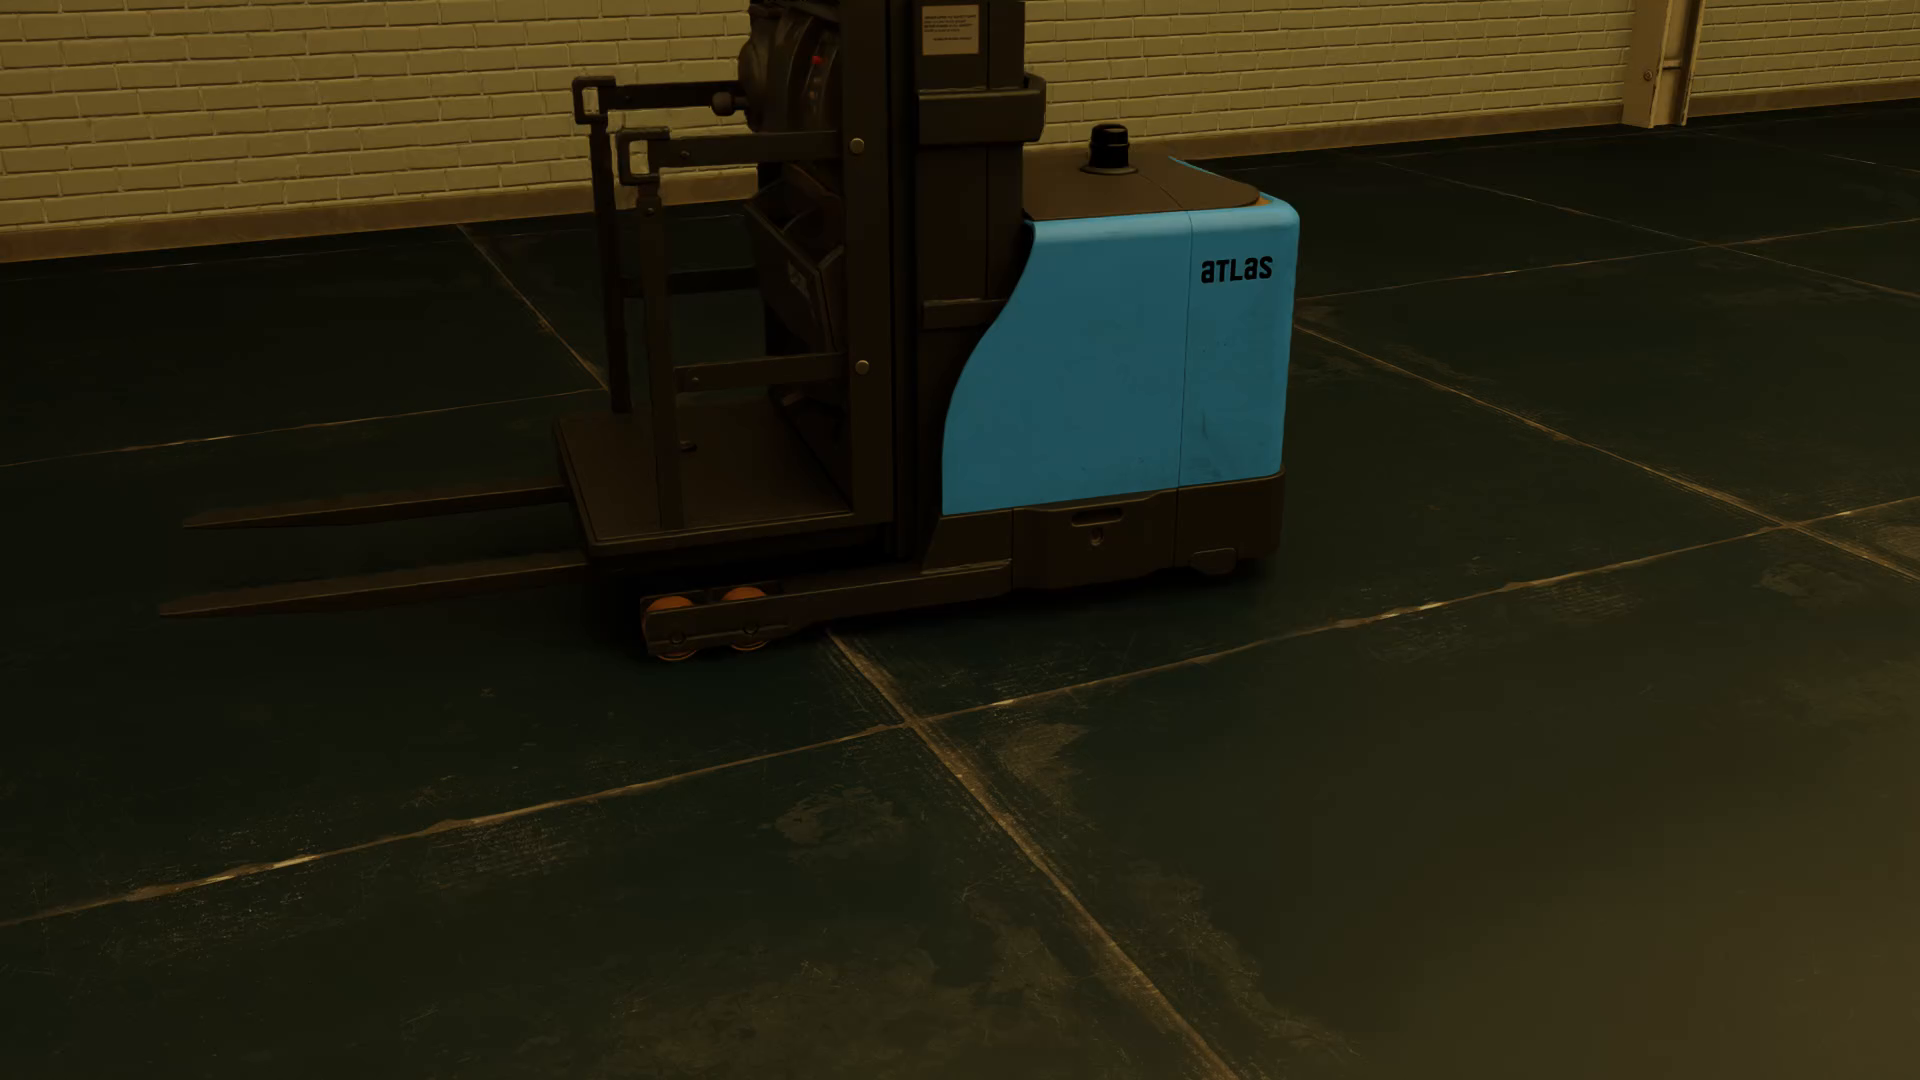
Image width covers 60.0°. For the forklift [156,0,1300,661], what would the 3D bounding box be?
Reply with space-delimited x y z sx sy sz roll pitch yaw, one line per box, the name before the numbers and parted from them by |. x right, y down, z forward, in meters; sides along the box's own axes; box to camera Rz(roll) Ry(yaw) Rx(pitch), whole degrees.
forklift | -0.636 -1.264 4.329 3.031 2.935 1.130 -7 24 -17
